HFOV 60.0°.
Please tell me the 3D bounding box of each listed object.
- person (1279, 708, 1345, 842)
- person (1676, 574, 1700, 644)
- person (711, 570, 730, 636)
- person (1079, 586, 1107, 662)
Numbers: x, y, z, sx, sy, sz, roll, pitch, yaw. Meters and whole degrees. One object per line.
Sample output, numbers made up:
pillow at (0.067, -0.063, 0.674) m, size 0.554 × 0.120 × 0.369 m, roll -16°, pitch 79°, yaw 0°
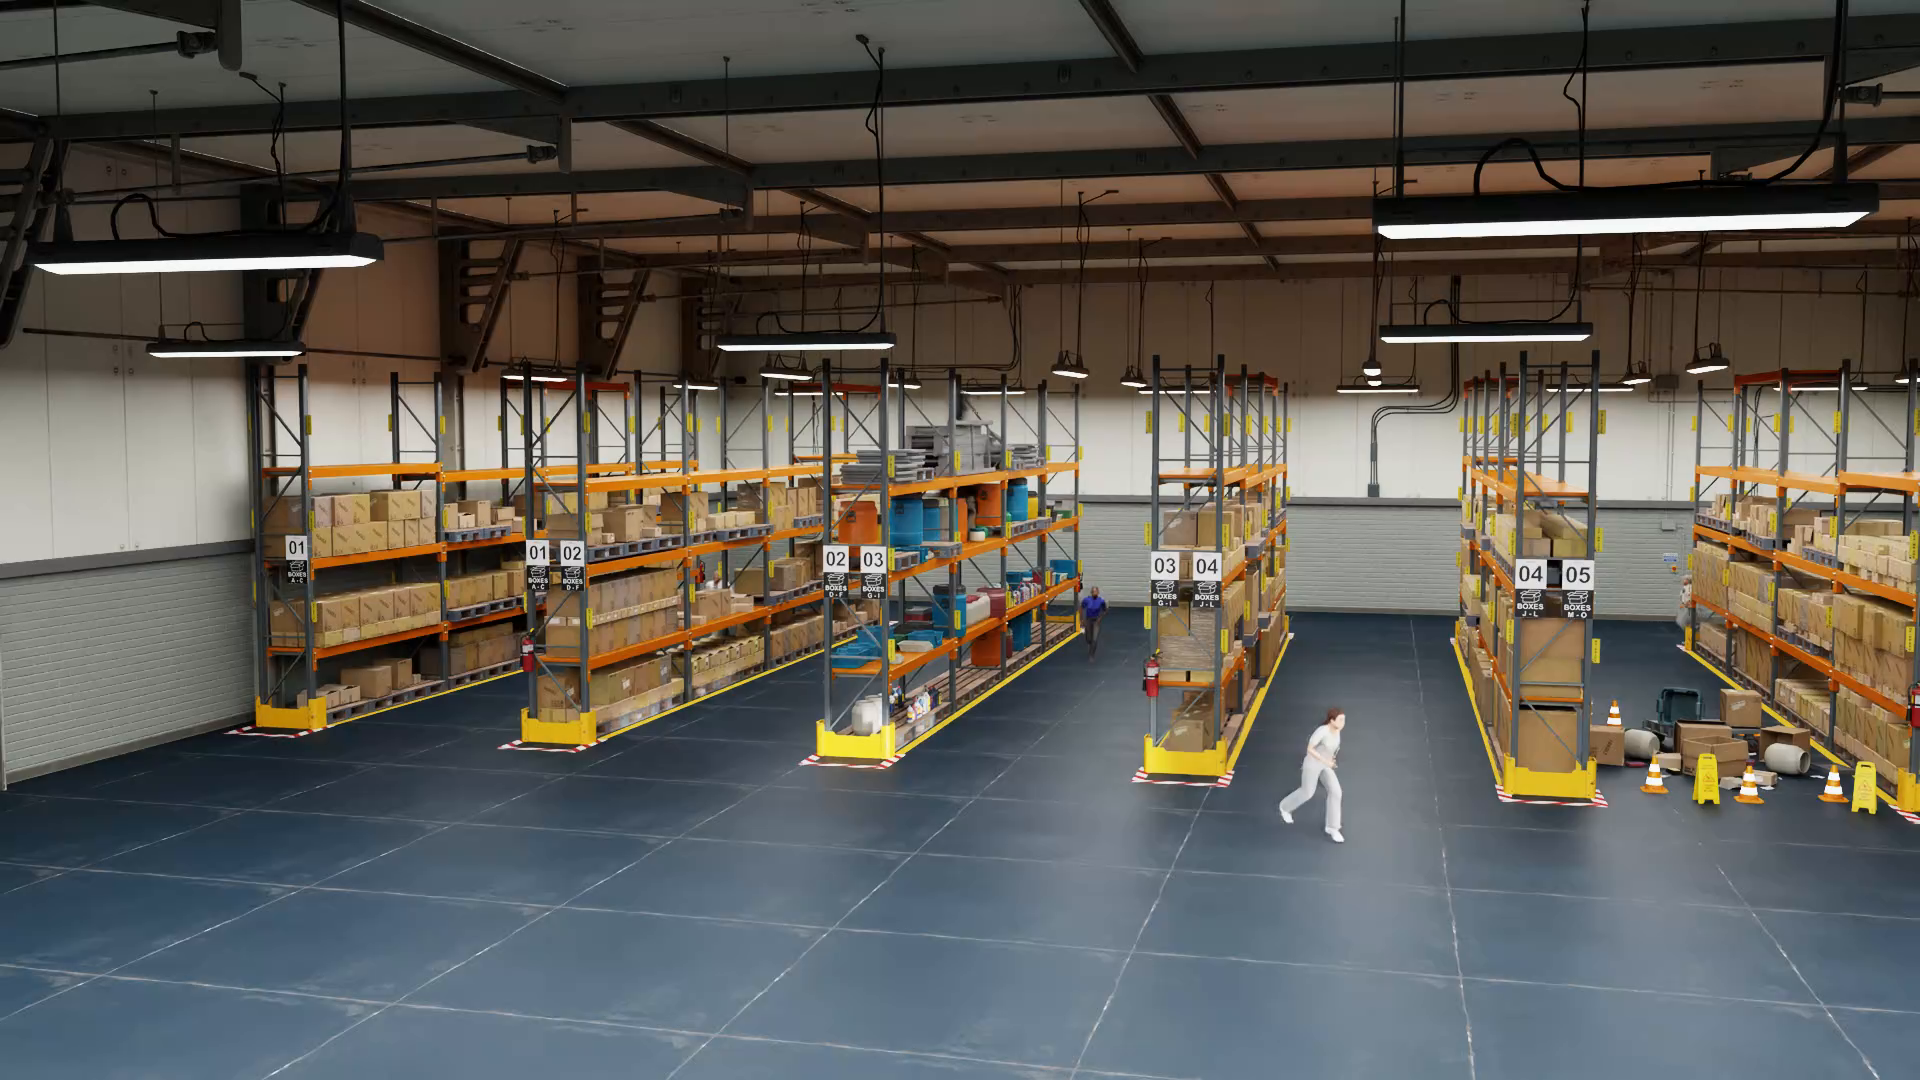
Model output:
person at (4.328, 2.822, 20.380) m, size 0.601 × 1.619 × 1.005 m, roll -4°, pitch 5°, yaw -43°
person at (16.702, 1.587, 38.051) m, size 0.537 × 1.608 × 0.581 m, roll 1°, pitch 4°, yaw 19°
person at (-5.356, 1.563, 36.847) m, size 0.676 × 1.796 × 0.961 m, roll 1°, pitch 4°, yaw 12°
person at (2.840, 1.794, 35.458) m, size 0.597 × 1.601 × 0.695 m, roll 0°, pitch 4°, yaw 6°
